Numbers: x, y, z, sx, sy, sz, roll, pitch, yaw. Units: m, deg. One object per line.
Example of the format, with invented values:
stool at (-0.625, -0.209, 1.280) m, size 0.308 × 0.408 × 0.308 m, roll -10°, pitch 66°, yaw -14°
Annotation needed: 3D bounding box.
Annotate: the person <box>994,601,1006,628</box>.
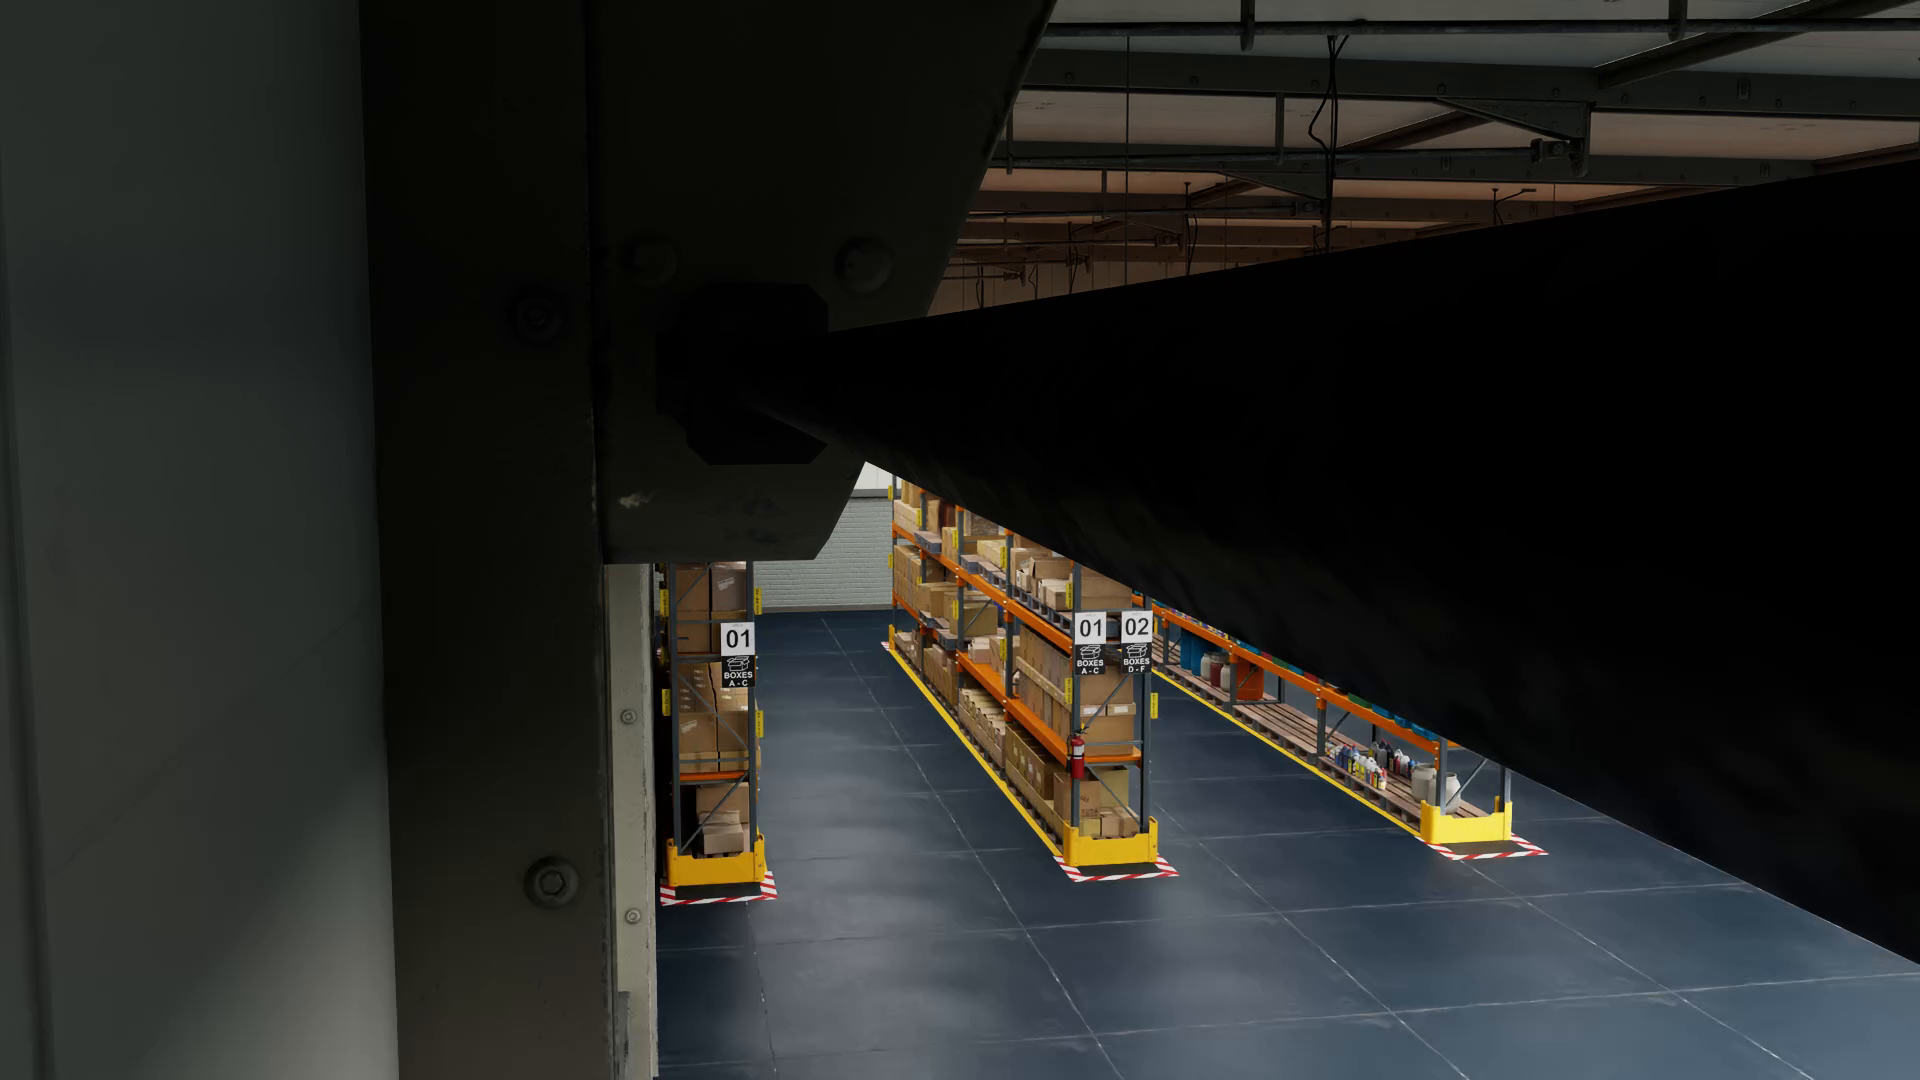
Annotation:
person at (0.770, 1.644, 35.956) m, size 0.454 × 1.598 × 0.951 m, roll -2°, pitch 6°, yaw -15°
